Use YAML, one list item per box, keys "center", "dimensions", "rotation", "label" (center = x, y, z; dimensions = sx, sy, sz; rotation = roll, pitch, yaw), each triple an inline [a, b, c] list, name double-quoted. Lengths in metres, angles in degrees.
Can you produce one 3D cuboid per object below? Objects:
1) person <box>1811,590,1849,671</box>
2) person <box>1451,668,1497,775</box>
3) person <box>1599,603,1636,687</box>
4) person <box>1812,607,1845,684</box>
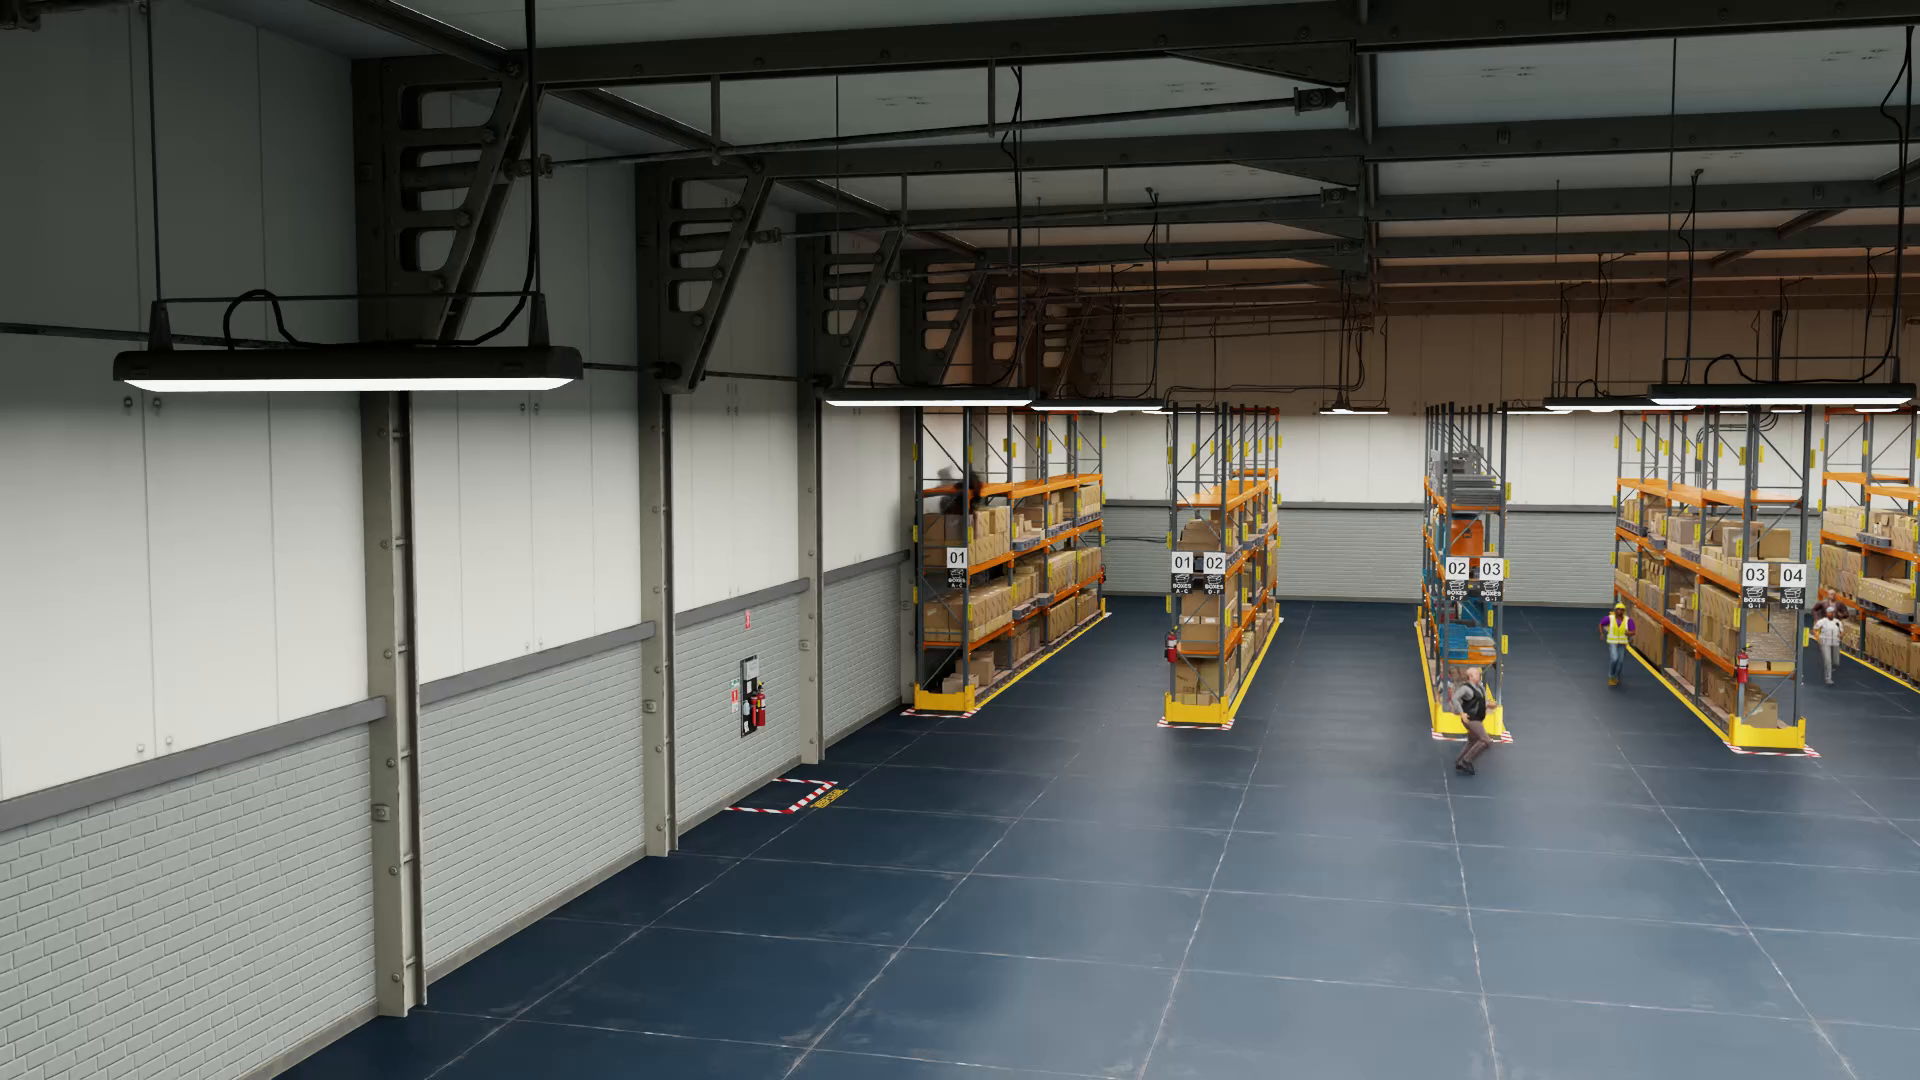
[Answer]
- center: [19.788, 2.058, 37.788]
  dimensions: [0.694, 1.691, 1.045]
  rotation: [1, 4, 10]
  label: "person"
- center: [8.242, 2.900, 26.603]
  dimensions: [0.670, 1.700, 0.639]
  rotation: [3, 5, 36]
  label: "person"
- center: [14.013, 2.234, 35.419]
  dimensions: [0.687, 1.787, 0.702]
  rotation: [1, 4, 9]
  label: "person"
- center: [18.734, 2.258, 35.857]
  dimensions: [0.620, 1.632, 0.803]
  rotation: [1, 4, 9]
  label: "person"
